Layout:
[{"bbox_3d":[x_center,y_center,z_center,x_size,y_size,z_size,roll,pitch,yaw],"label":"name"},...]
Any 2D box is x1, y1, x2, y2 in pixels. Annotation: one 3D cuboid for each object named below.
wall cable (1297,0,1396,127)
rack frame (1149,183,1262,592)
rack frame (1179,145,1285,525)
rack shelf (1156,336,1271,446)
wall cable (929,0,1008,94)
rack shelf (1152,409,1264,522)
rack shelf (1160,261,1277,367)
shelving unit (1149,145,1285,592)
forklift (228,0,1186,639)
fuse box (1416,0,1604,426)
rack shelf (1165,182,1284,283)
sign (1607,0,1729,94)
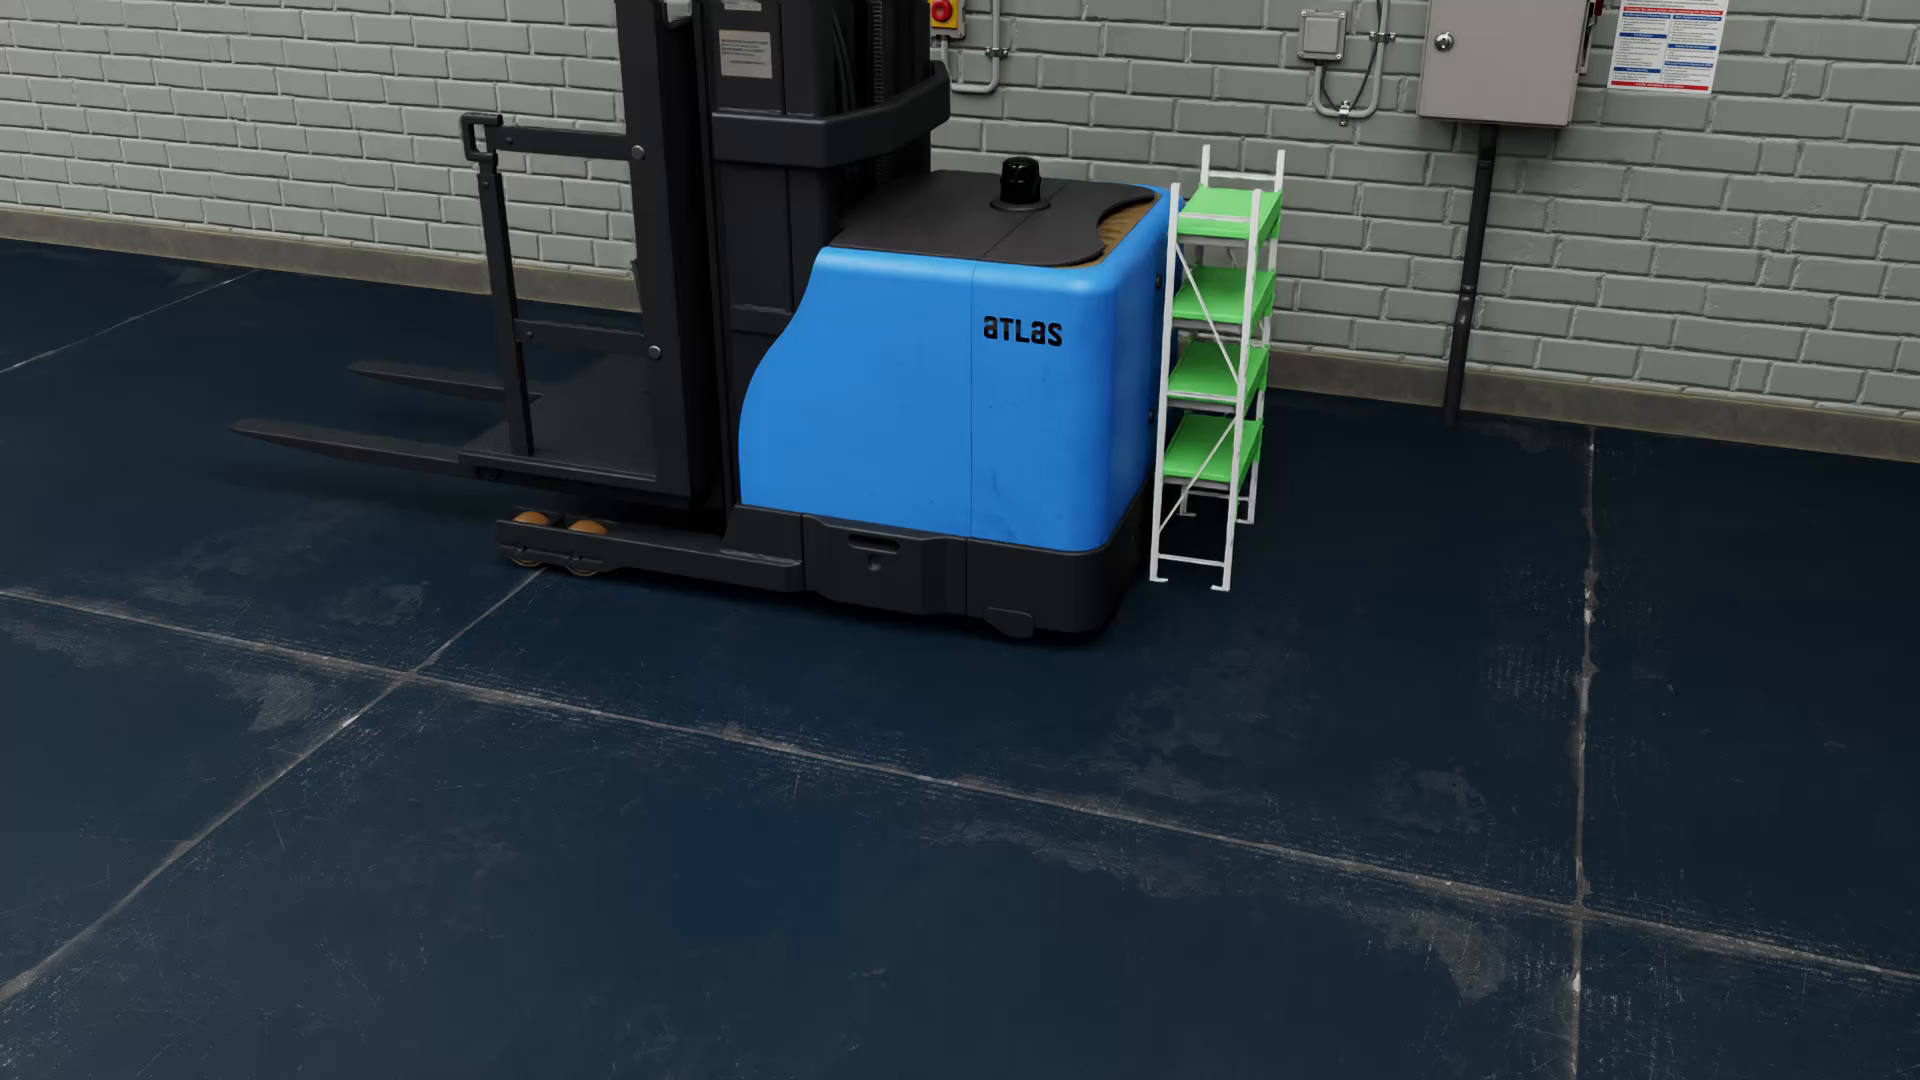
[{"bbox_3d":[1.232,-2.388,5.574,0.588,1.984,0.122,9,27,17],"label":"wall cable"},{"bbox_3d":[0.685,-0.405,4.710,0.240,1.200,0.015,8,27,16],"label":"rack frame"},{"bbox_3d":[0.831,-0.608,5.129,0.240,1.200,0.015,8,27,16],"label":"rack frame"},{"bbox_3d":[0.758,-0.449,4.947,0.258,0.148,0.480,8,27,16],"label":"rack shelf"},{"bbox_3d":[-0.110,-2.603,5.983,0.585,1.953,0.123,9,27,17],"label":"wall cable"},{"bbox_3d":[0.758,-0.233,5.052,0.258,0.148,0.480,8,27,16],"label":"rack shelf"},{"bbox_3d":[0.758,-0.665,4.843,0.258,0.148,0.480,8,27,16],"label":"rack shelf"},{"bbox_3d":[0.758,-0.507,4.919,0.258,1.200,0.503,8,27,16],"label":"shelving unit"},{"bbox_3d":[-0.888,-1.417,4.813,3.031,2.935,1.130,8,27,17],"label":"forklift"},{"bbox_3d":[1.823,-1.187,5.739,0.539,1.711,0.414,9,27,17],"label":"fuse box"},{"bbox_3d":[0.758,-0.881,4.738,0.258,0.148,0.480,8,27,16],"label":"rack shelf"},{"bbox_3d":[2.357,-1.738,5.506,0.329,0.494,0.001,9,27,17],"label":"sign"}]
